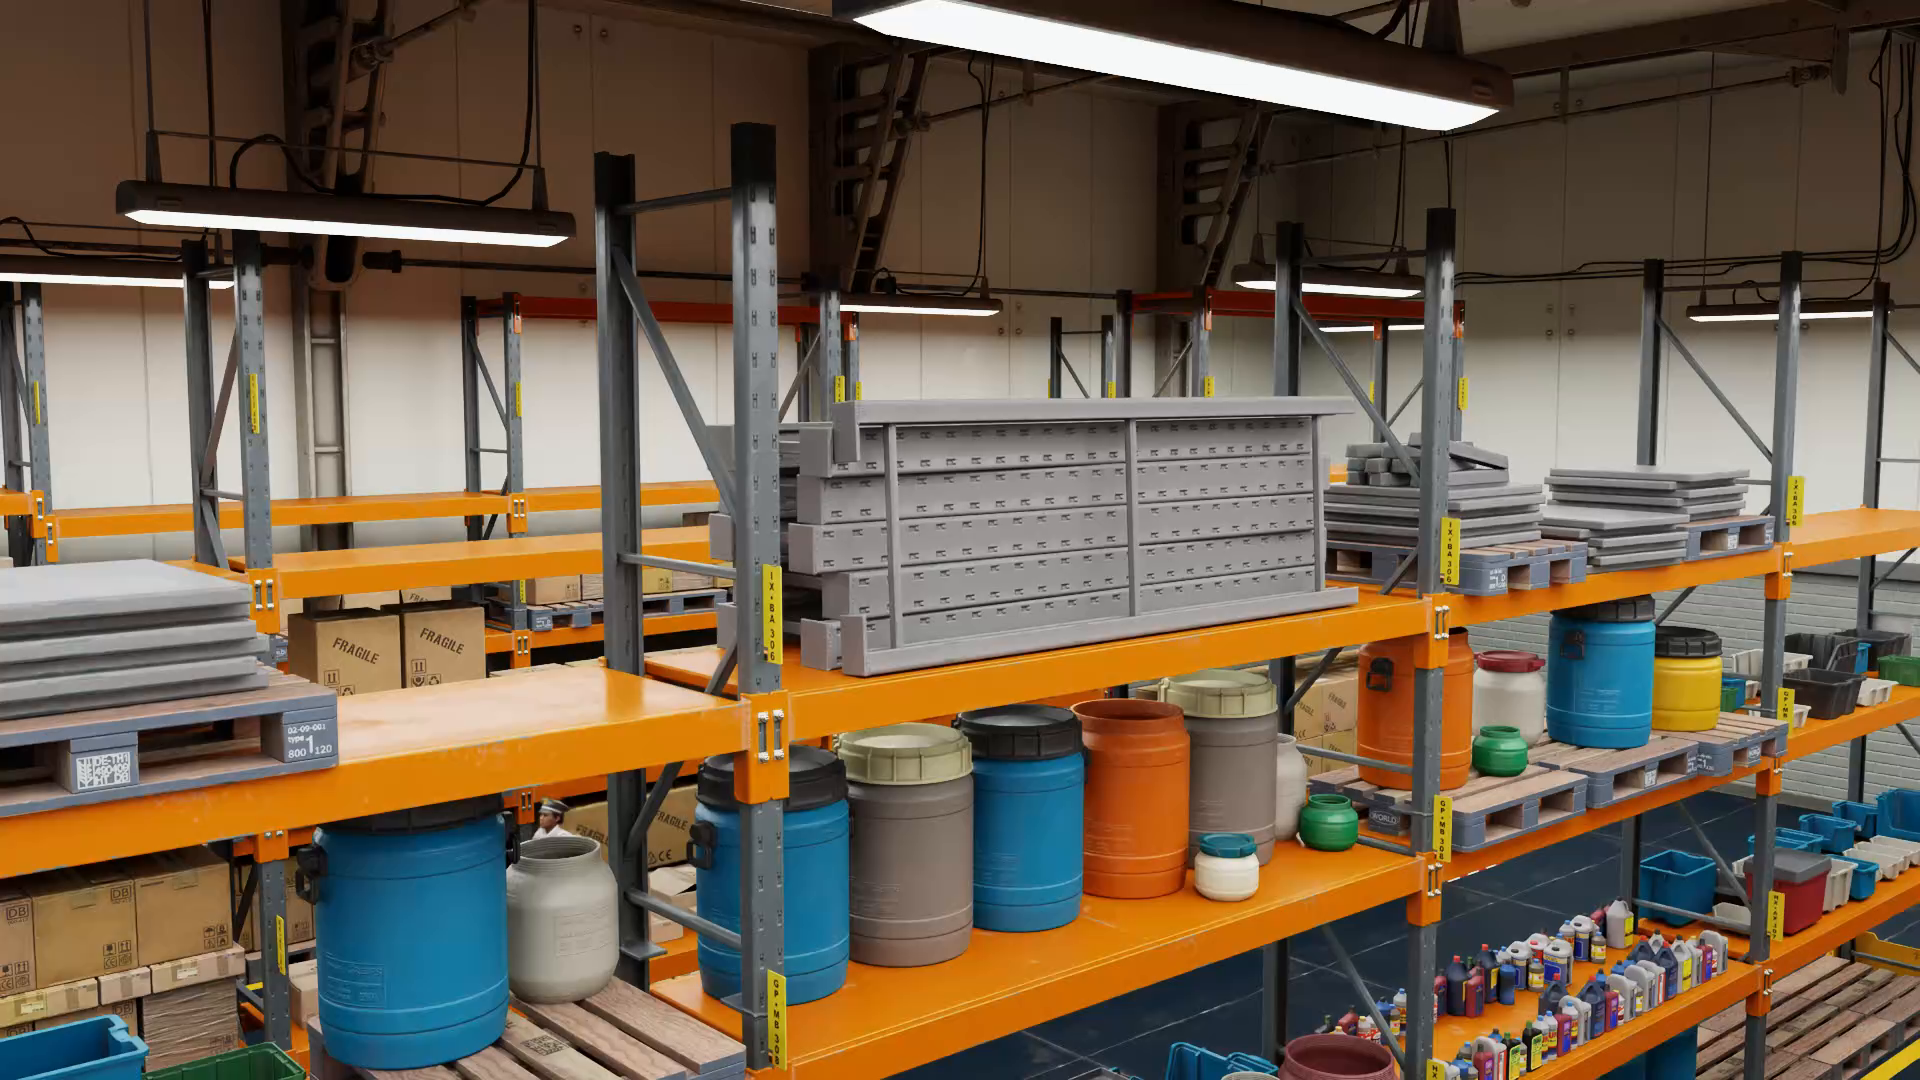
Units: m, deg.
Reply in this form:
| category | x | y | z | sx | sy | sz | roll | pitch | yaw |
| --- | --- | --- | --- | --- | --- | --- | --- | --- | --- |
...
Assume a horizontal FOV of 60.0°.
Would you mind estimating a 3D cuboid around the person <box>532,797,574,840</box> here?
| category | x | y | z | sx | sy | sz | roll | pitch | yaw |
| --- | --- | --- | --- | --- | --- | --- | --- | --- | --- |
| person | -3.443 | 2.995 | 14.197 | 0.619 | 1.663 | 0.684 | 4 | 7 | 36 |
